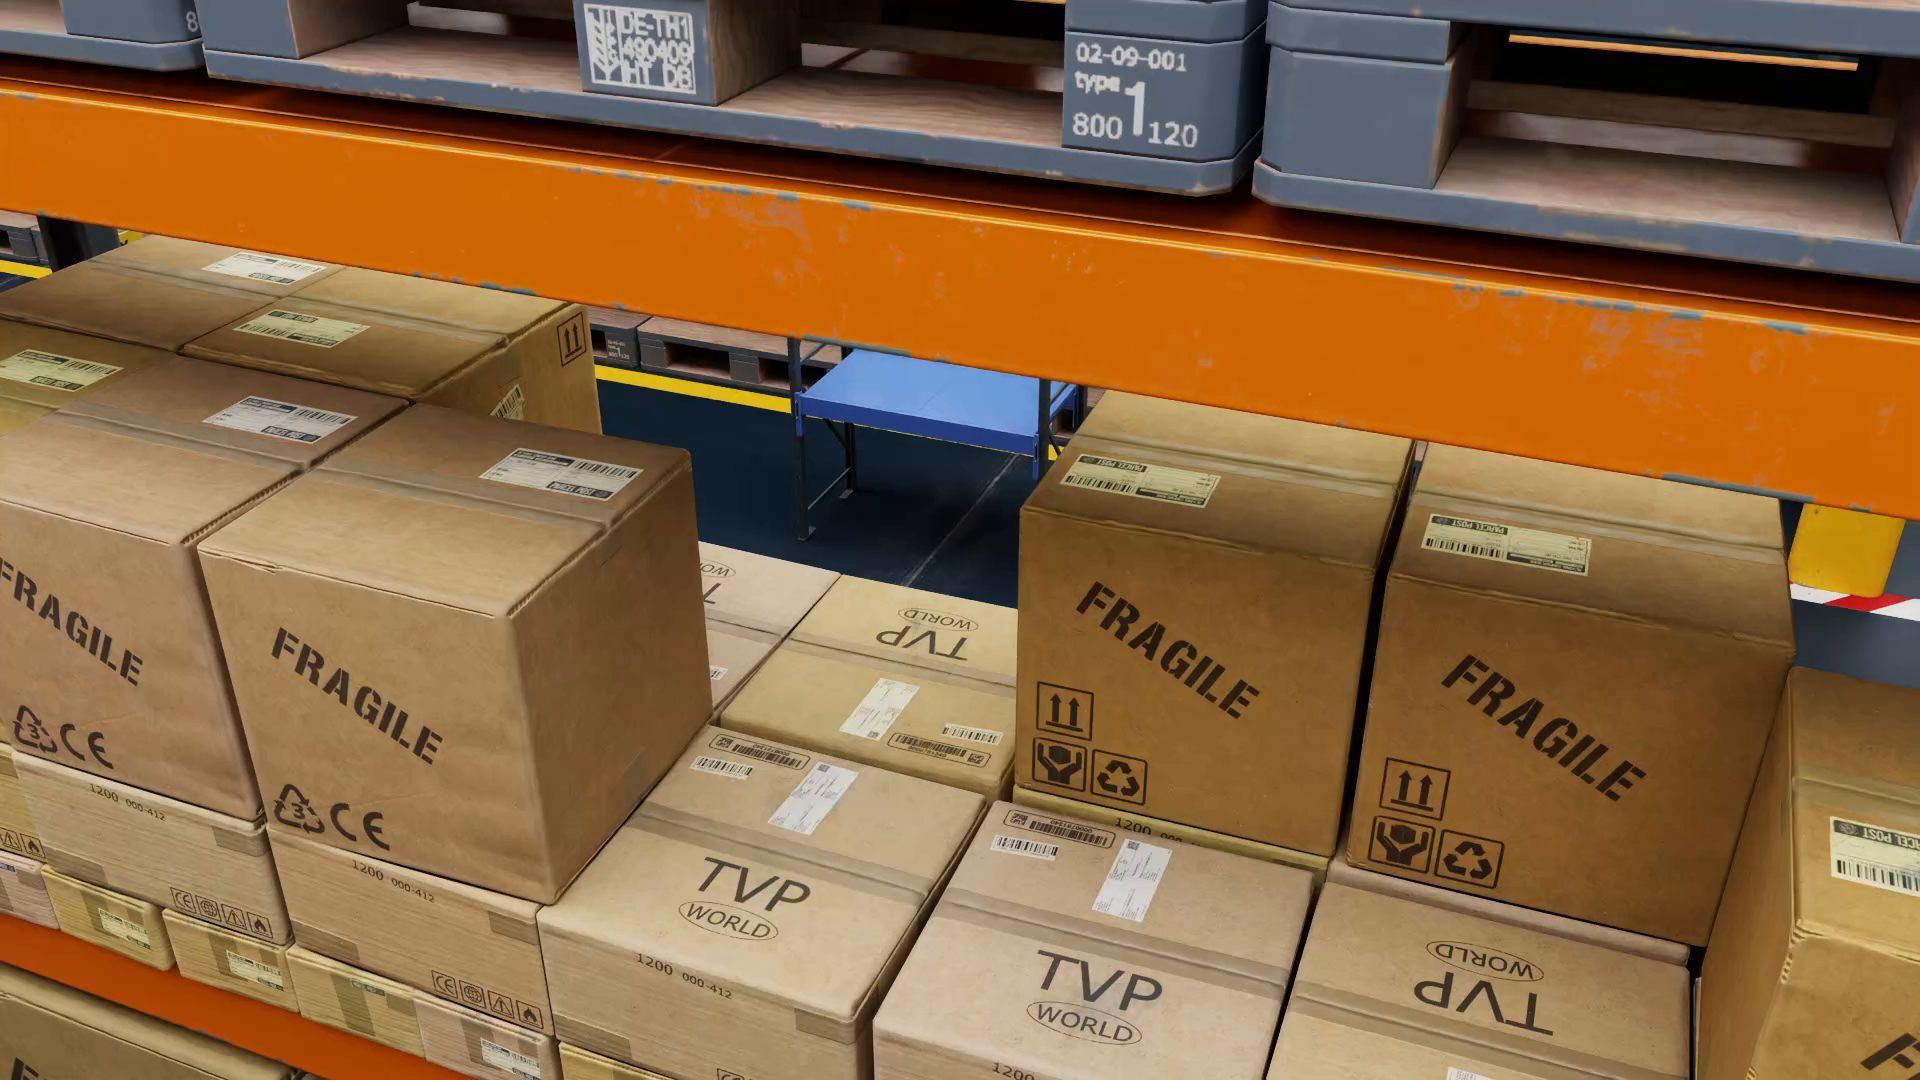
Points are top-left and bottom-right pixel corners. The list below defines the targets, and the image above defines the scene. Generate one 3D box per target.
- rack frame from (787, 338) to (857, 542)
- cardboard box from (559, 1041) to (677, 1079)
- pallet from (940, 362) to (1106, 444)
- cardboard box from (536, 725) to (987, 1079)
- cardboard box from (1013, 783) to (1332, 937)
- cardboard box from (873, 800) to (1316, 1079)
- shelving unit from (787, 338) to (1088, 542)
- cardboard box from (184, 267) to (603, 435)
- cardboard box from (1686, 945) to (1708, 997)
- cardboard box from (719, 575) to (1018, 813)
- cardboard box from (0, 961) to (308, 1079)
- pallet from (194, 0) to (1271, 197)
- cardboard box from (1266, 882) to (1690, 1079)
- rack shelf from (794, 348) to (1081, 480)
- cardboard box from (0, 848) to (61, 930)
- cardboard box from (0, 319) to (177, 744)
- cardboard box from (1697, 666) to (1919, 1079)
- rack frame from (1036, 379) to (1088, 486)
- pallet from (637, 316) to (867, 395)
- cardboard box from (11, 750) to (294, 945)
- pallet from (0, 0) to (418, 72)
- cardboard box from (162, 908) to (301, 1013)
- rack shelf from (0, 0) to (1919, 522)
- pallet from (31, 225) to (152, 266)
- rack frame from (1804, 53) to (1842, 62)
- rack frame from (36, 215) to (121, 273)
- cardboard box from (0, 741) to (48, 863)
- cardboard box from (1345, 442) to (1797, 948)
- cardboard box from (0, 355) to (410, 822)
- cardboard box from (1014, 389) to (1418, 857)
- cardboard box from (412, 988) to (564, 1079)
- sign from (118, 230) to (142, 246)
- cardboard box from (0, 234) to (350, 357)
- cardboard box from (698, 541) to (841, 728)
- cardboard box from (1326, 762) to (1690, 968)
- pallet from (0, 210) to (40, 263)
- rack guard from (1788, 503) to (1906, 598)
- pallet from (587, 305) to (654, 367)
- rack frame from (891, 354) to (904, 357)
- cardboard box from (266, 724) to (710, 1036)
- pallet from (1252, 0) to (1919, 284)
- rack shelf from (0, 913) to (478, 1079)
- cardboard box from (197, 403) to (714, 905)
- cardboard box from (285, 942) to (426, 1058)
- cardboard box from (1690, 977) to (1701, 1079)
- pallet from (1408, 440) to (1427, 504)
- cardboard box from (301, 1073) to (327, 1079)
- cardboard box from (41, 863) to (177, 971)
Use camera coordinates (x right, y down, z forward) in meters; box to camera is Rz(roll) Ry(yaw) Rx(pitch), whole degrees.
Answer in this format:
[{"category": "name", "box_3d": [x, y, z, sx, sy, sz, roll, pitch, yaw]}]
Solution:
[{"category": "rack frame", "box_3d": [-0.550, -0.763, 6.575, 0.032, 1.500, 0.500, 11, 31, 19]}, {"category": "cardboard box", "box_3d": [-0.419, 0.751, 2.629, 0.250, 0.149, 0.380, 10, 31, 18]}, {"category": "pallet", "box_3d": [0.545, -0.779, 7.913, 1.213, 0.211, 1.003, 11, 31, 19]}, {"category": "cardboard box", "box_3d": [-0.281, 0.572, 2.540, 0.500, 0.250, 0.500, 11, 31, 19]}, {"category": "cardboard box", "box_3d": [0.402, 0.423, 2.803, 0.500, 0.250, 0.500, 10, 31, 17]}, {"category": "cardboard box", "box_3d": [0.203, 0.666, 2.373, 0.500, 0.250, 0.500, 10, 31, 17]}, {"category": "shelving unit", "box_3d": [-0.079, -0.669, 6.409, 1.048, 1.500, 0.538, 11, 31, 19]}, {"category": "cardboard box", "box_3d": [-1.024, -0.186, 3.118, 0.500, 0.500, 0.500, 12, 31, 20]}, {"category": "cardboard box", "box_3d": [1.350, 0.611, 2.470, 0.500, 0.250, 0.500, 10, 31, 18]}, {"category": "cardboard box", "box_3d": [-0.084, 0.329, 2.969, 0.500, 0.250, 0.500, 11, 31, 18]}, {"category": "cardboard box", "box_3d": [-1.431, 1.048, 3.580, 0.875, 0.875, 0.875, 11, 31, 19]}, {"category": "pallet", "box_3d": [-0.132, -0.737, 2.048, 1.213, 0.211, 1.003, 11, 31, 19]}, {"category": "cardboard box", "box_3d": [0.675, 0.760, 2.207, 0.500, 0.250, 0.500, 11, 31, 18]}, {"category": "rack shelf", "box_3d": [-0.079, -0.512, 6.497, 1.000, 0.185, 0.538, 11, 31, 19]}, {"category": "cardboard box", "box_3d": [-1.621, 0.512, 3.052, 0.250, 0.149, 0.380, 10, 31, 17]}, {"category": "cardboard box", "box_3d": [-1.665, -0.038, 2.857, 0.500, 0.500, 0.500, 11, 31, 19]}, {"category": "cardboard box", "box_3d": [1.143, 0.526, 1.859, 0.500, 0.500, 0.500, 12, 32, 20]}, {"category": "rack frame", "box_3d": [0.392, -0.575, 6.242, 0.032, 1.500, 0.500, 11, 31, 19]}, {"category": "pallet", "box_3d": [-0.850, -1.059, 8.409, 1.213, 0.211, 1.003, 11, 31, 19]}, {"category": "cardboard box", "box_3d": [-1.217, 0.384, 2.873, 0.500, 0.250, 0.500, 11, 31, 19]}, {"category": "pallet", "box_3d": [-1.259, -0.964, 2.449, 1.213, 0.211, 1.003, 11, 31, 19]}, {"category": "cardboard box", "box_3d": [-1.132, 0.608, 2.881, 0.250, 0.149, 0.380, 10, 31, 18]}, {"category": "rack shelf", "box_3d": [-0.160, -0.475, 2.225, 4.000, 0.370, 1.077, 11, 31, 19]}, {"category": "pallet", "box_3d": [-4.561, -1.798, 9.717, 1.213, 0.211, 1.003, 11, 31, 19]}, {"category": "rack frame", "box_3d": [5.422, -3.629, 10.122, 0.127, 3.000, 1.000, 11, 31, 19]}, {"category": "rack frame", "box_3d": [-2.013, 0.147, 3.441, 0.127, 3.000, 1.000, 11, 31, 19]}, {"category": "cardboard box", "box_3d": [-1.676, 0.289, 3.040, 0.500, 0.250, 0.500, 11, 31, 18]}, {"category": "cardboard box", "box_3d": [0.887, 0.192, 2.450, 0.500, 0.500, 0.500, 11, 31, 18]}, {"category": "cardboard box", "box_3d": [-1.212, 0.056, 2.690, 0.500, 0.500, 0.500, 11, 31, 19]}, {"category": "cardboard box", "box_3d": [0.405, 0.099, 2.614, 0.500, 0.500, 0.500, 10, 31, 18]}, {"category": "cardboard box", "box_3d": [-0.663, 0.703, 2.714, 0.250, 0.149, 0.380, 12, 32, 20]}, {"category": "sign", "box_3d": [-1.806, -0.517, 3.657, 0.005, 0.325, 0.100, 11, 31, 19]}, {"category": "cardboard box", "box_3d": [-1.486, -0.280, 3.286, 0.500, 0.500, 0.500, 12, 32, 21]}, {"category": "cardboard box", "box_3d": [-0.552, 0.234, 3.138, 0.500, 0.250, 0.500, 12, 32, 20]}, {"category": "cardboard box", "box_3d": [0.866, 0.518, 2.635, 0.500, 0.250, 0.500, 11, 31, 19]}, {"category": "pallet", "box_3d": [-5.687, -2.025, 10.117, 1.213, 0.211, 1.003, 11, 31, 19]}, {"category": "rack guard", "box_3d": [3.583, -0.284, 6.745, 0.348, 0.500, 1.175, 11, 31, 19]}, {"category": "pallet", "box_3d": [-1.985, -1.284, 8.807, 1.213, 0.211, 1.003, 11, 31, 19]}, {"category": "rack frame", "box_3d": [-0.151, -2.111, 7.437, 0.127, 3.000, 1.000, 11, 31, 19]}, {"category": "cardboard box", "box_3d": [-0.735, 0.477, 2.708, 0.500, 0.250, 0.500, 12, 32, 20]}, {"category": "pallet", "box_3d": [1.002, -0.512, 1.650, 1.213, 0.211, 1.003, 11, 31, 19]}, {"category": "rack shelf", "box_3d": [-0.160, 0.830, 2.964, 4.000, 0.370, 1.077, 11, 31, 19]}, {"category": "cardboard box", "box_3d": [-0.728, 0.151, 2.523, 0.500, 0.500, 0.500, 10, 31, 18]}, {"category": "cardboard box", "box_3d": [-0.895, 0.655, 2.798, 0.250, 0.149, 0.380, 11, 31, 18]}, {"category": "cardboard box", "box_3d": [1.145, 0.854, 2.040, 0.500, 0.250, 0.500, 11, 31, 18]}, {"category": "pallet", "box_3d": [1.680, -0.554, 7.515, 1.213, 0.211, 1.003, 11, 31, 19]}, {"category": "cardboard box", "box_3d": [-0.598, 1.214, 3.285, 0.875, 0.875, 0.875, 11, 31, 19]}, {"category": "cardboard box", "box_3d": [-1.376, 0.560, 2.966, 0.250, 0.149, 0.380, 12, 32, 21]}]
